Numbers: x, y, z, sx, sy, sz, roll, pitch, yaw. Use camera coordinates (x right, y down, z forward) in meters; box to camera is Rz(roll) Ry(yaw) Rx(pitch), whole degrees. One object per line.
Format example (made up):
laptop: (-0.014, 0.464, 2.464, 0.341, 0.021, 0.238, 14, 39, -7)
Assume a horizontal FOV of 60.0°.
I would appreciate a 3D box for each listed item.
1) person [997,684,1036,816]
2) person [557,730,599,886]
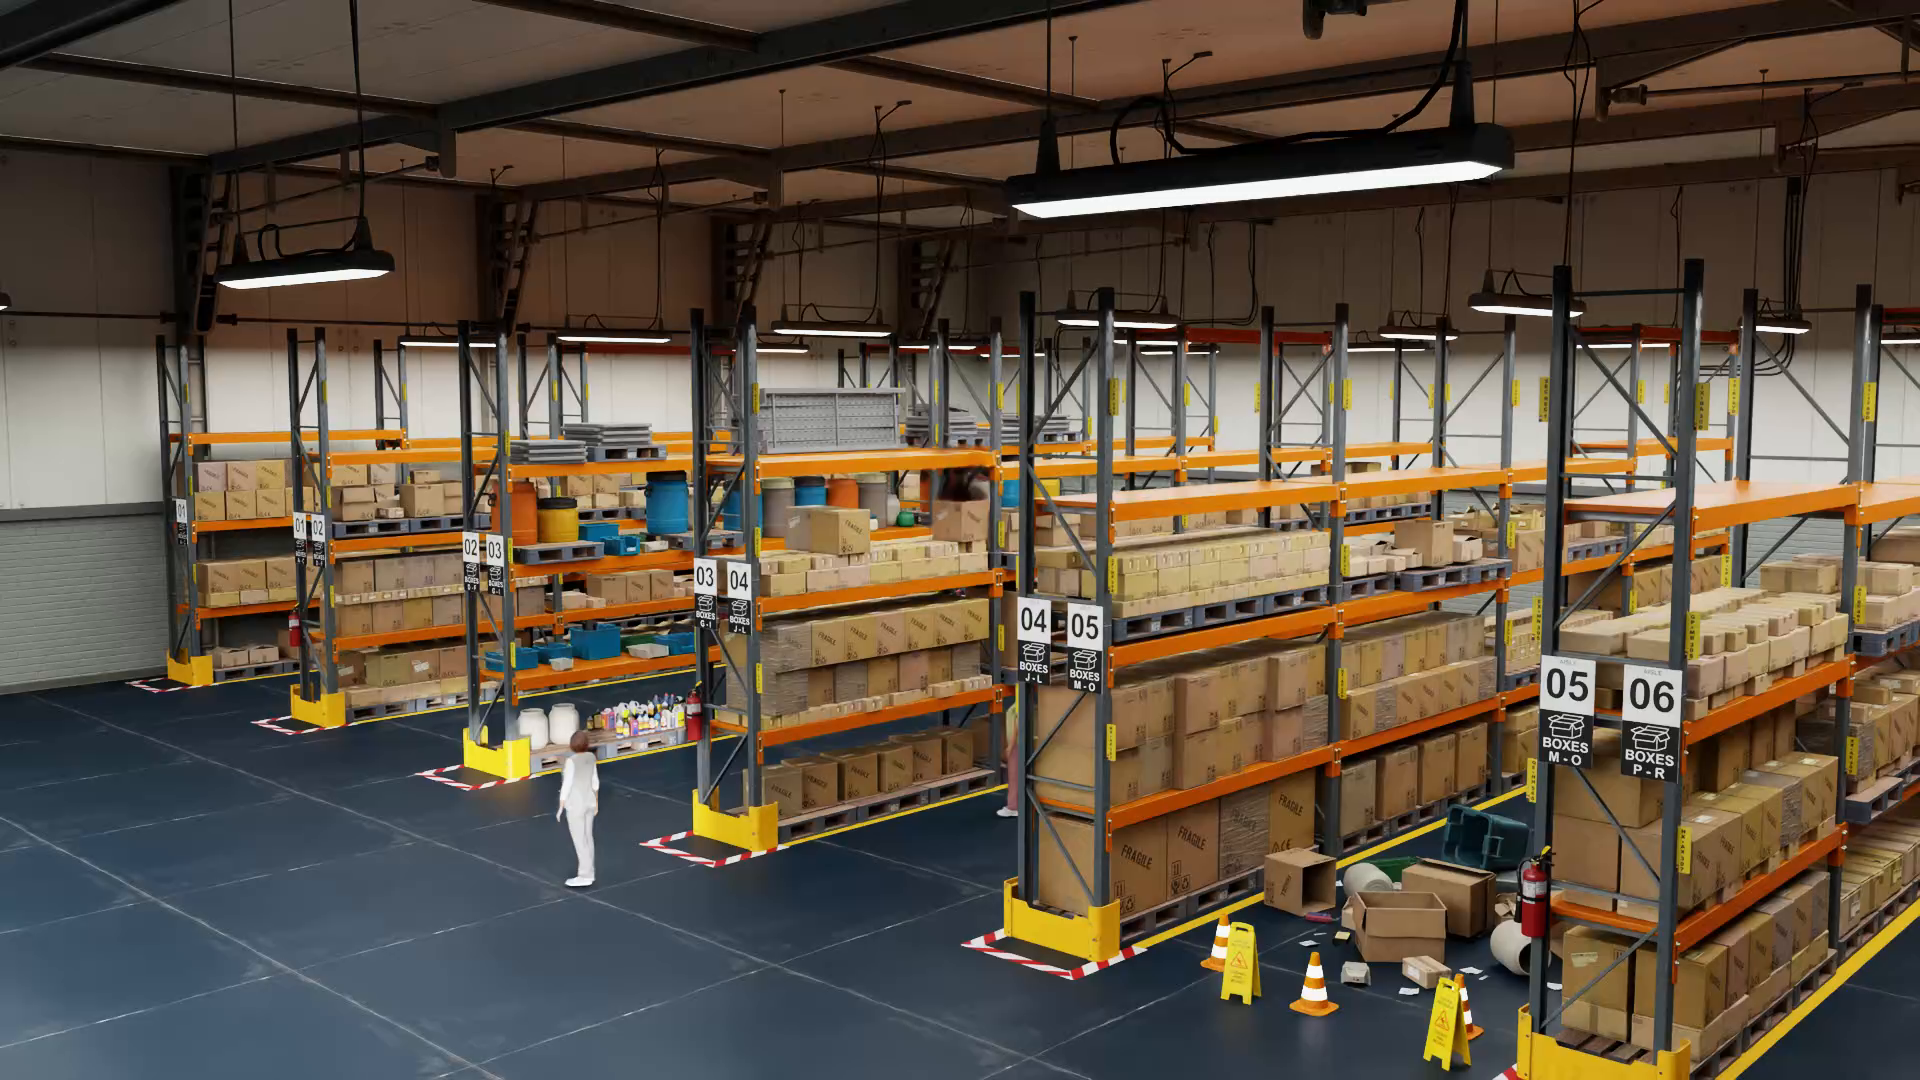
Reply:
person: (0.688, 2.467, 19.964, 0.458, 1.660, 0.465, 1, 5, 8)
person: (-3.915, 2.767, 17.141, 0.351, 1.619, 0.454, 3, 6, 29)
